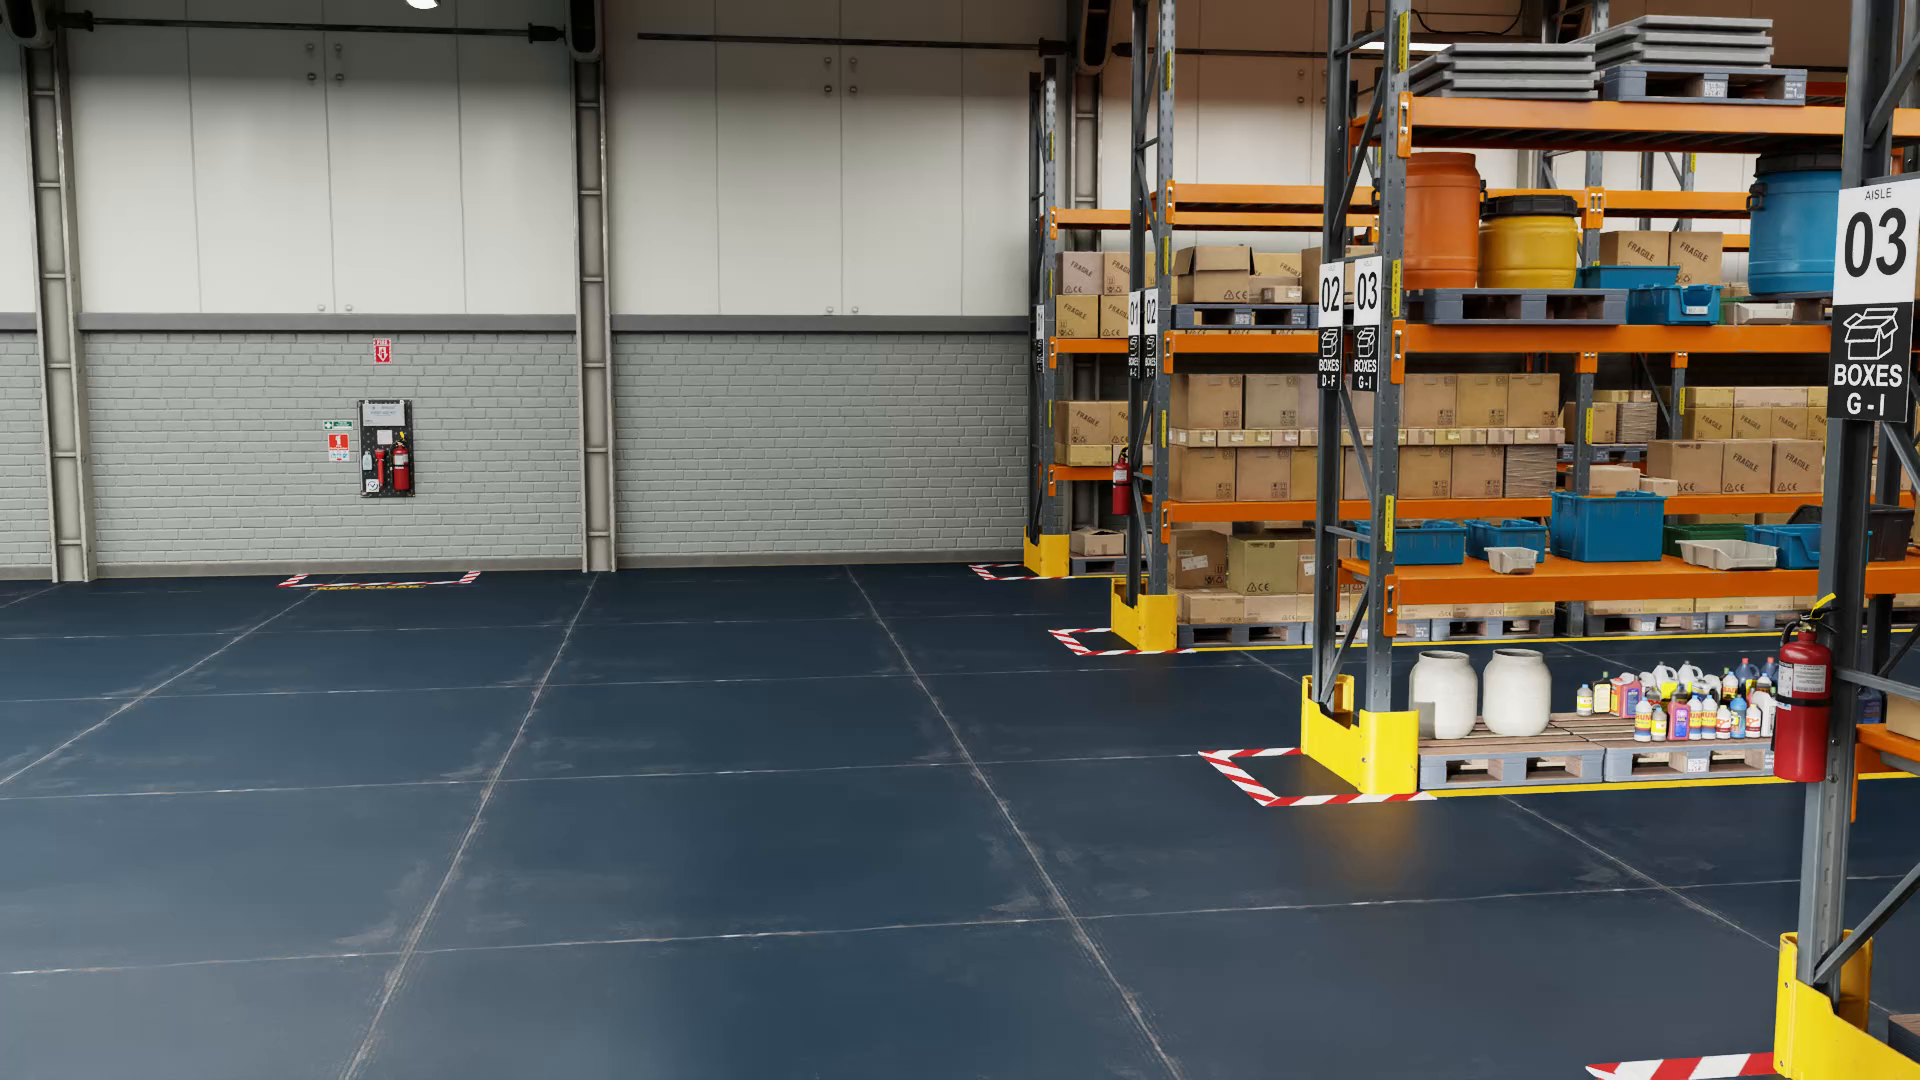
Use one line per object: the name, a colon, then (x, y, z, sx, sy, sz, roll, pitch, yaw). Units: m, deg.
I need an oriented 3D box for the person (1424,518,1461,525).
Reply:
person: (5.023, -0.220, 17.431, 0.650, 1.775, 0.547, -1, 7, -12)
